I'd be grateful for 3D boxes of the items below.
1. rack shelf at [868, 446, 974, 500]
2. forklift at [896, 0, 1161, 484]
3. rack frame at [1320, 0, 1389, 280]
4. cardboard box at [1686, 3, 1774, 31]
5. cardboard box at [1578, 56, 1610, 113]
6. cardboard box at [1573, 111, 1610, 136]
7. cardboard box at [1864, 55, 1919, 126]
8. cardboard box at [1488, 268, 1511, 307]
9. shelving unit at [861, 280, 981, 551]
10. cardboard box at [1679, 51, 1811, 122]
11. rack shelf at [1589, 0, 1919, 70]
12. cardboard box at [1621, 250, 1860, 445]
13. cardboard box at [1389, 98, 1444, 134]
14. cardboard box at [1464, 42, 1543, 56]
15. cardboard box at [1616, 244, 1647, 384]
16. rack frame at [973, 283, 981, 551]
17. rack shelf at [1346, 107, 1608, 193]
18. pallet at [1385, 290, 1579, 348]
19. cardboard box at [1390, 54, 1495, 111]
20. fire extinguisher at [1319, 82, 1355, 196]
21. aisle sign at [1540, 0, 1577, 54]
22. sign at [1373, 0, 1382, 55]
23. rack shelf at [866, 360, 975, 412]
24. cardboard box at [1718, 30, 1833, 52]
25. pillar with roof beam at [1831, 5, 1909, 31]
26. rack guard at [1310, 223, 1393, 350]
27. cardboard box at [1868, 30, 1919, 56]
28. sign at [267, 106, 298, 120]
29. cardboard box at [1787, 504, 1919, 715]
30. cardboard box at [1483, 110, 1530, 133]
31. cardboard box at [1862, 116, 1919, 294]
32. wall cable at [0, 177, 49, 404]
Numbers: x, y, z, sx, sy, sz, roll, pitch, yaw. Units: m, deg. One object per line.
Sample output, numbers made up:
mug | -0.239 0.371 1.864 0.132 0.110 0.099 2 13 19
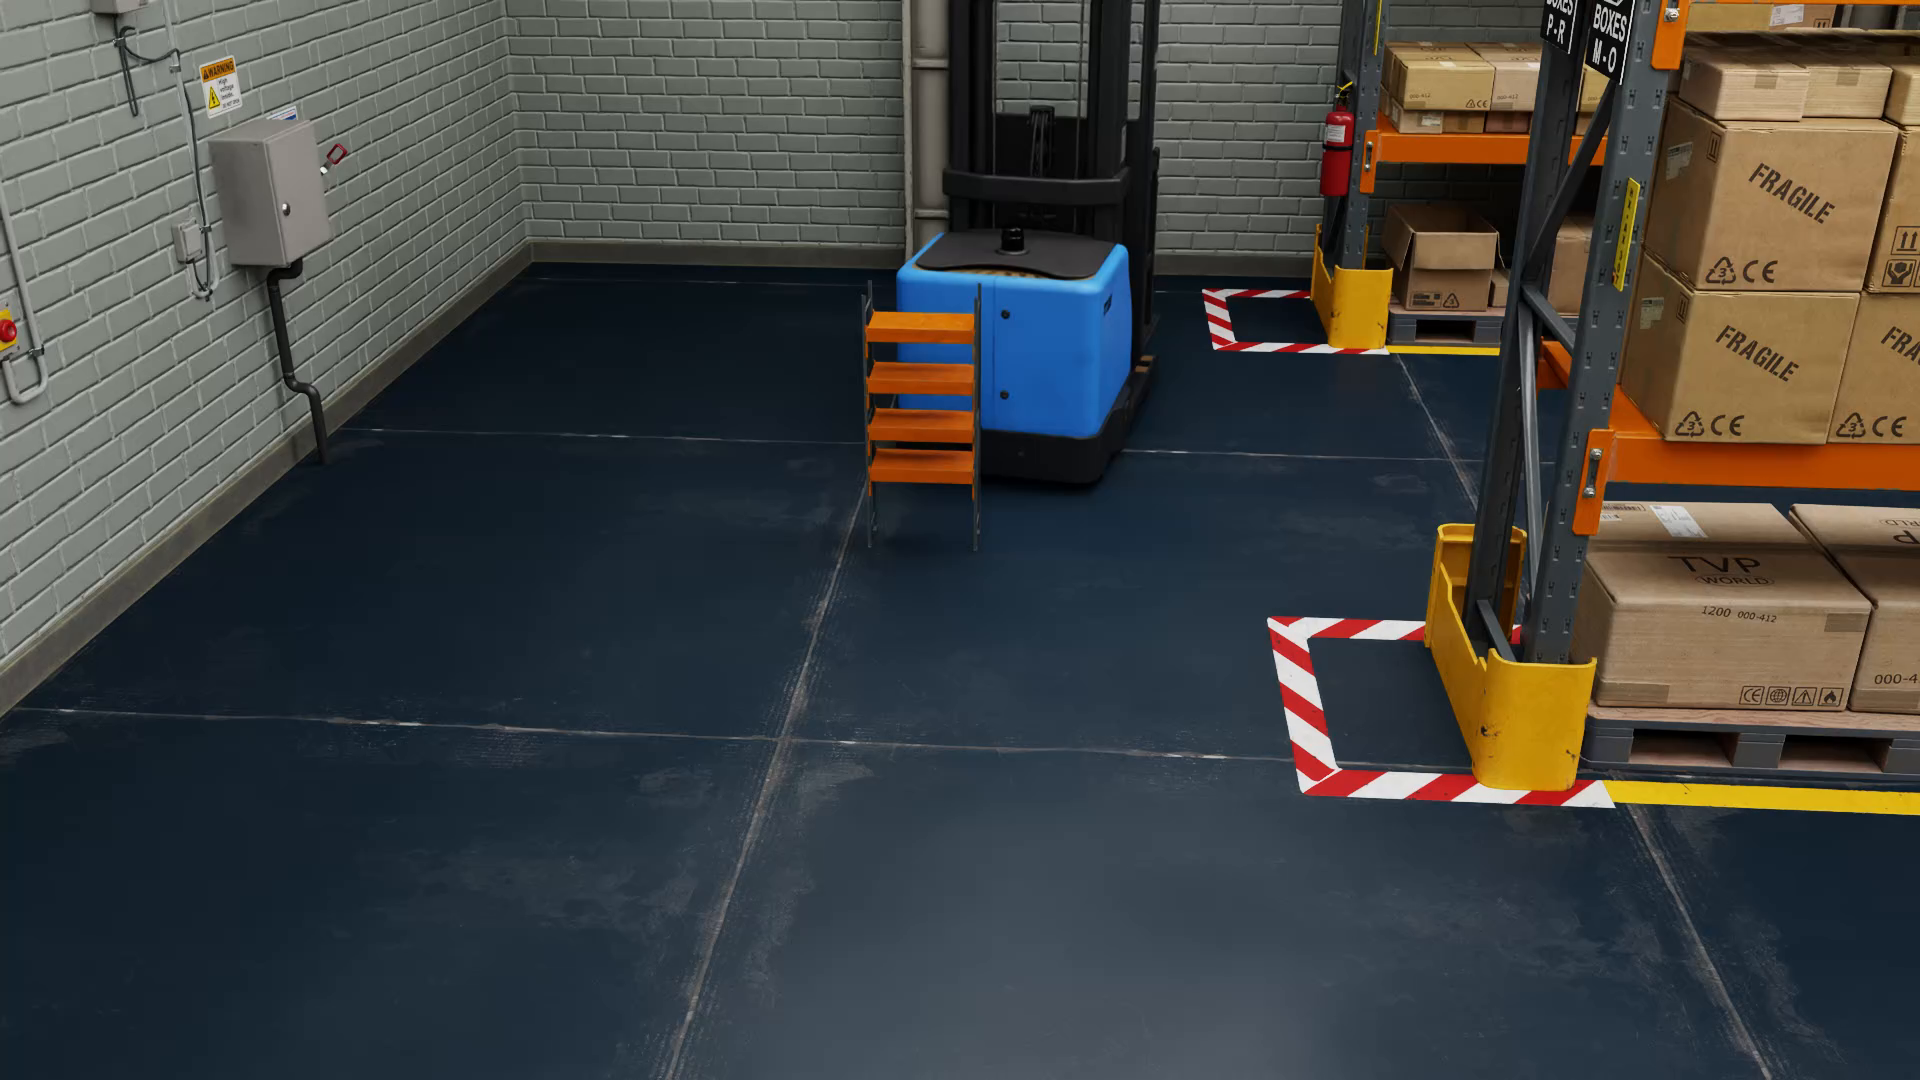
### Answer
rack shelf | -0.165 -0.309 7.622 0.480 0.148 0.258 2 25 4
forklift | 0.539 -2.200 9.025 1.130 2.935 3.031 6 25 13
rack frame | 2.441 -2.795 10.235 0.127 3.000 1.000 2 25 4
cardboard box | 4.369 -3.028 9.668 0.500 0.500 0.500 2 25 5
cardboard box | 3.881 -2.704 9.862 0.500 0.250 0.500 1 25 3
cardboard box | 3.782 -2.533 9.968 0.250 0.149 0.380 2 25 5
cardboard box | 2.915 -1.359 5.022 0.250 0.149 0.380 3 25 6
cardboard box | 3.465 -1.602 10.550 0.250 0.149 0.380 1 25 2
shelving unit | -0.165 -0.550 7.511 0.503 1.200 0.258 2 25 4
cardboard box | 2.398 -1.393 5.098 0.250 0.149 0.380 2 25 5
rack shelf | 4.059 -1.698 5.123 4.000 0.370 1.077 2 25 4
cardboard box | 2.522 -0.636 5.425 0.500 0.500 0.500 2 25 4
cardboard box | 2.748 -2.556 10.017 0.250 0.149 0.380 2 25 4
cardboard box | 3.434 -2.941 10.376 0.500 0.250 0.500 2 25 4
cardboard box | 2.566 -0.866 5.924 0.500 0.500 0.500 2 25 4
rack frame | 0.078 -0.543 7.494 0.015 1.200 0.240 2 25 4
rack shelf | 4.435 -2.404 10.247 4.000 0.370 1.077 2 25 4
pallet | 3.312 -1.500 10.758 1.213 0.211 1.003 2 25 4
cardboard box | 2.873 -2.735 9.929 0.500 0.250 0.500 2 25 4
fire extinguisher | 2.259 -2.402 9.921 0.183 0.674 0.296 2 25 4
aisle sign | 2.017 -2.038 5.482 0.004 0.787 0.394 2 25 4
sign | 2.400 -2.962 9.563 0.005 0.325 0.100 2 25 4
rack shelf | -0.165 -0.692 7.445 0.480 0.148 0.258 2 25 4
cardboard box | 2.693 -1.594 5.534 0.250 0.149 0.380 2 25 5
pillar with roof beam | 5.475 -3.996 5.669 0.400 9.000 9.100 2 25 4
rack guard | 2.517 -1.657 10.753 0.348 0.500 1.175 2 25 4
cardboard box | 3.205 -1.596 5.538 0.250 0.149 0.380 2 25 5
sign | -3.421 -1.937 8.484 0.001 0.494 0.329 2 25 4
cardboard box | 3.644 0.252 6.176 0.875 0.438 0.875 2 25 5
cardboard box | 3.270 -2.573 10.054 0.250 0.149 0.380 2 25 3
cardboard box | 3.038 -1.078 5.188 0.500 0.500 0.500 1 25 3
wall cable | -3.559 -1.372 5.891 0.123 1.953 0.585 2 25 4
